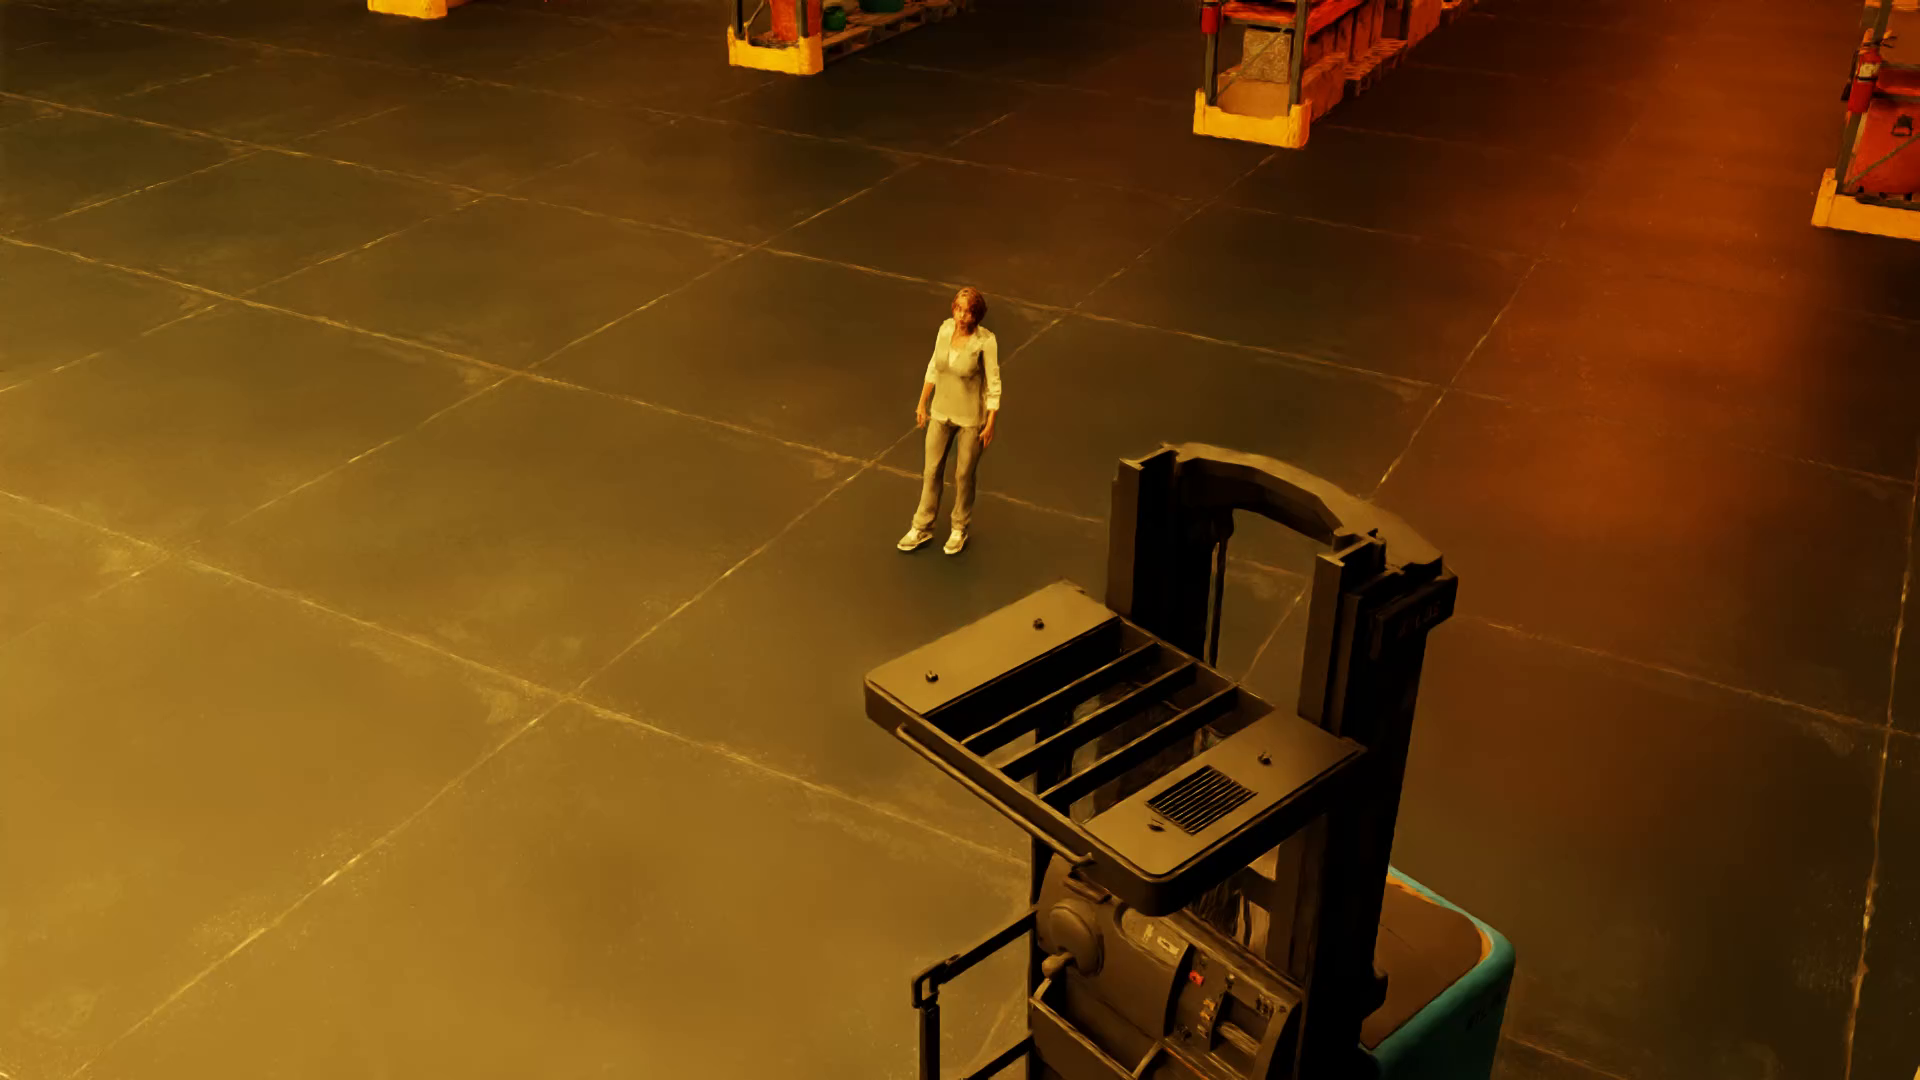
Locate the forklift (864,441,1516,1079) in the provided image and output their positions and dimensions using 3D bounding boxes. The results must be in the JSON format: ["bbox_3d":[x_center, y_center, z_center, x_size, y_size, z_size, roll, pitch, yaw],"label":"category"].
[{"bbox_3d":[0.429,1.303,4.813,3.031,2.935,1.130,-24,37,-35],"label":"forklift"}]

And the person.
[{"bbox_3d":[-0.048,-0.667,9.551,0.521,1.593,0.474,15,33,25],"label":"person"}]
